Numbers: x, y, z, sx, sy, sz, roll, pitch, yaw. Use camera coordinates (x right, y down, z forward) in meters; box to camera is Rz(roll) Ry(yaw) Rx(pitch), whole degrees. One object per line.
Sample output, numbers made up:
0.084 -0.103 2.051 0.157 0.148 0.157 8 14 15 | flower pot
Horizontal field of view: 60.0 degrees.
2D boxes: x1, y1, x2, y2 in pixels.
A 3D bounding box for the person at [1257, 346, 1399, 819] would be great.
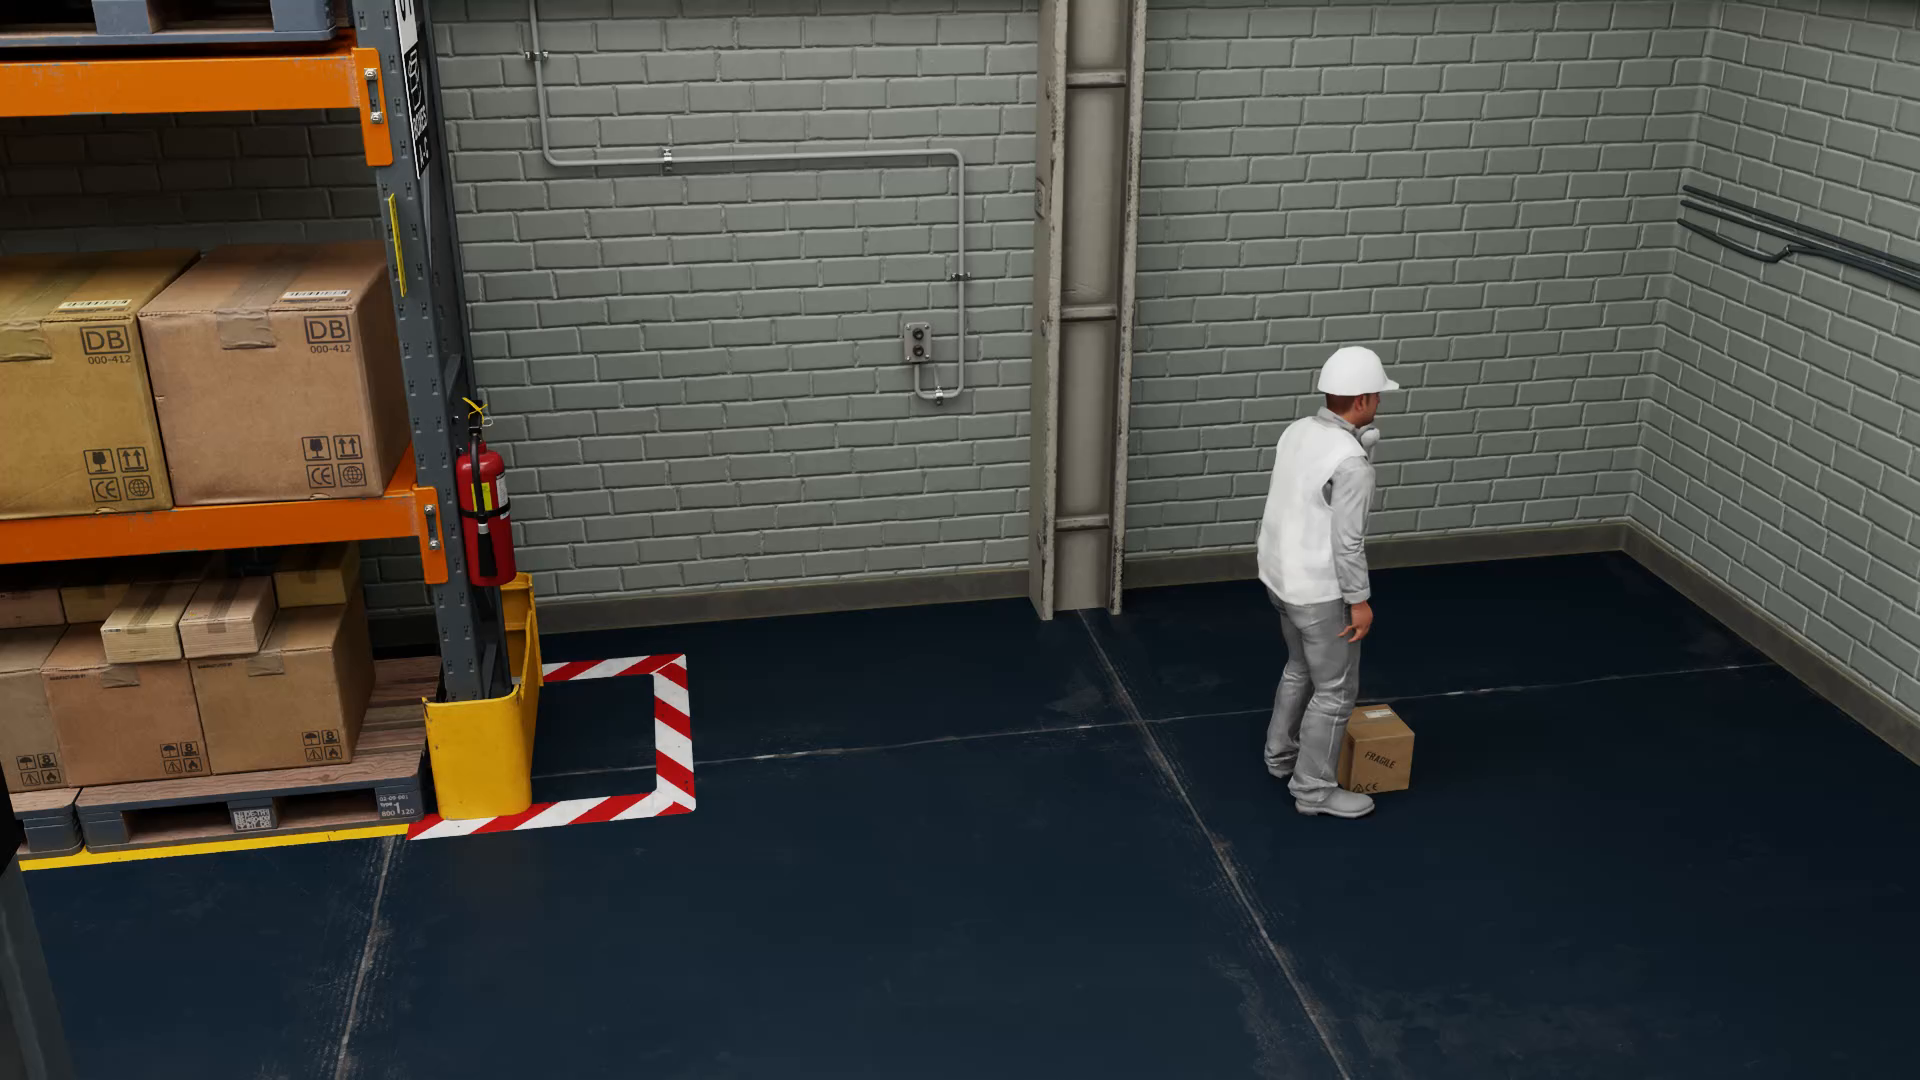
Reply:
1.355 0.146 6.222 0.464 1.771 0.593 -6 24 -13 | person
